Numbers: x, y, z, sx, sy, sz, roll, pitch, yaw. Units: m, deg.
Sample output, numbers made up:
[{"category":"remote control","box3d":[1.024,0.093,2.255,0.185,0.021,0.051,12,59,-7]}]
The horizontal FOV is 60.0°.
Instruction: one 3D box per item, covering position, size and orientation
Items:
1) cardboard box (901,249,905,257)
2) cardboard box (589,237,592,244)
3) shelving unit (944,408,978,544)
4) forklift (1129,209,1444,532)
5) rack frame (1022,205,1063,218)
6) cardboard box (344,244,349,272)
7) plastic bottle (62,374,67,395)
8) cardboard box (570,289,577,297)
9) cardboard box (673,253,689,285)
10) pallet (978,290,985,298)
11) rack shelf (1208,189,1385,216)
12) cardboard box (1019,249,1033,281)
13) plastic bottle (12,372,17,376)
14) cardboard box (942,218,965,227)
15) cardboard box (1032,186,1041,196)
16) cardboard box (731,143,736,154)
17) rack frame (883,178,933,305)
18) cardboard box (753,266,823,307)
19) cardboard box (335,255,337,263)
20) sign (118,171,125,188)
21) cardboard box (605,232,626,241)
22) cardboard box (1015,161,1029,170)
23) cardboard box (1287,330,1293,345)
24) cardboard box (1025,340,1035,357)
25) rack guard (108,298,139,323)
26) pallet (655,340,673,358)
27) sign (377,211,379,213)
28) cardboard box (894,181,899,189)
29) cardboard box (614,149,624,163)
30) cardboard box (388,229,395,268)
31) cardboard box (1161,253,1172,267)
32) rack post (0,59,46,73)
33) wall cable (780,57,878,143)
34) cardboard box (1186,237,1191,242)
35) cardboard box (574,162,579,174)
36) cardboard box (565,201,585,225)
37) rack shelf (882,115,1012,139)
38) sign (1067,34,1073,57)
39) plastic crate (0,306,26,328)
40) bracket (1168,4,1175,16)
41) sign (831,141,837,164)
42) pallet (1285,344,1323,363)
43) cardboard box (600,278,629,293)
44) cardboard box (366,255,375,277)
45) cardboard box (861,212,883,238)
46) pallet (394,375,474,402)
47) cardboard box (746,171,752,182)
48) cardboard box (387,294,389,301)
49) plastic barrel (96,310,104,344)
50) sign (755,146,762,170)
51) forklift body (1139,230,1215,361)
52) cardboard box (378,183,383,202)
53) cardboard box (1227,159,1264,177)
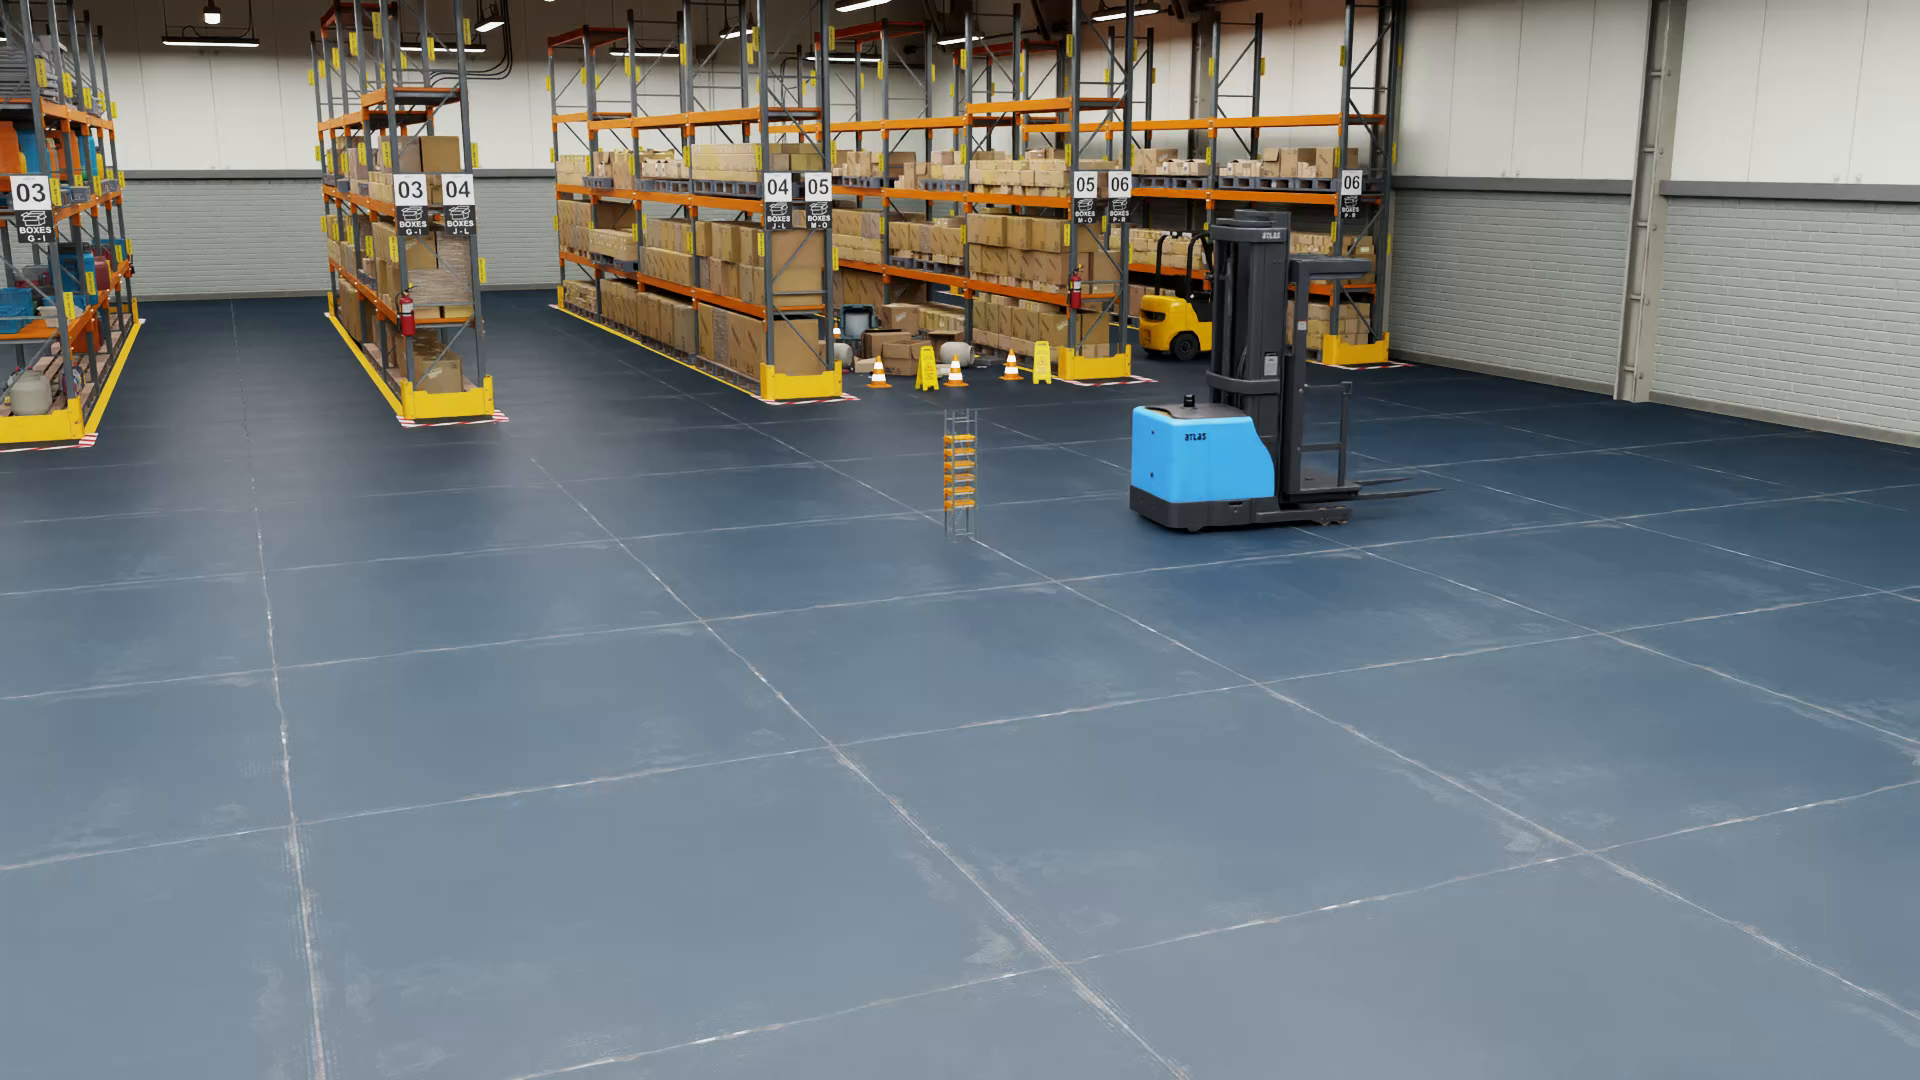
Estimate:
[{"category":"cardboard box","box3d":[-0.925,-5.567,32.277,0.380,0.149,0.250,-7,15,-27]},{"category":"cardboard box","box3d":[-7.396,-6.153,34.151,0.380,0.149,0.250,-5,14,-22]},{"category":"shelving unit","box3d":[0.006,-0.582,15.102,0.258,1.200,0.189,-6,14,-23]},{"category":"forklift","box3d":[3.232,-1.676,15.991,3.031,2.935,1.130,-4,14,-17]},{"category":"rack frame","box3d":[1.910,-6.966,38.697,1.000,3.000,0.127,-6,14,-23]},{"category":"cardboard box","box3d":[-11.360,-5.346,31.475,0.500,0.500,0.500,-6,14,-24]},{"category":"plastic bottle","box3d":[-12.358,-2.156,22.961,0.061,0.283,0.133,-6,14,-23]},{"category":"cardboard box","box3d":[-8.519,-5.538,37.256,0.380,0.149,0.250,-5,14,-21]},{"category":"cardboard box","box3d":[-4.584,-4.633,28.395,0.500,0.500,0.500,-6,14,-24]},{"category":"pallet","box3d":[1.143,-6.002,40.716,1.003,0.211,1.213,-6,14,-23]},{"category":"rack shelf","box3d":[5.915,-6.011,29.514,1.077,0.370,4.000,-6,14,-23]},{"category":"cardboard box","box3d":[1.307,-4.526,27.274,0.500,0.500,0.500,-6,14,-23]},{"category":"plastic bottle","box3d":[-12.862,-2.115,22.634,0.144,0.351,0.185,-6,14,-23]},{"category":"cardboard box","box3d":[-0.112,-5.795,30.384,0.380,0.149,0.250,-6,14,-25]},{"category":"cardboard box","box3d":[1.382,-5.637,26.860,0.380,0.149,0.250,-6,14,-23]},{"category":"cardboard box","box3d":[-3.176,-5.799,24.639,0.380,0.149,0.250,-6,14,-23]},{"category":"rack frame","box3d":[-1.035,-5.691,33.186,1.000,3.000,0.127,-6,14,-23]},{"category":"cardboard box","box3d":[-2.515,-3.716,24.319,0.875,0.550,0.550,-6,14,-23]},{"category":"cardboard box","box3d":[-12.552,-5.746,33.981,0.380,0.149,0.250,-5,14,-22]},{"category":"sign","box3d":[-17.360,-7.465,34.430,0.100,0.325,0.005,-6,14,-23]},{"category":"cardboard box","box3d":[-6.766,-5.976,32.724,0.380,0.149,0.250,-5,14,-21]},{"category":"cardboard box","box3d":[1.119,-6.122,27.187,0.380,0.149,0.250,-5,14,-22]},{"category":"cardboard box","box3d":[6.048,-3.524,28.992,0.500,0.250,0.500,-6,14,-23]},{"category":"cardboard box","box3d":[1.399,-3.153,27.390,0.500,0.250,0.500,-6,14,-23]},{"category":"rack guard","box3d":[-17.879,-4.787,34.825,1.175,0.500,0.348,-6,14,-23]},{"category":"pallet","box3d":[-4.798,-3.443,29.658,1.003,0.211,1.213,-6,14,-23]},{"category":"sign","box3d":[-12.817,-7.174,36.502,0.100,0.325,0.005,-6,14,-23]},{"category":"cardboard box","box3d":[-1.064,-6.949,32.529,0.380,0.149,0.250,-6,14,-23]},{"category":"cardboard box","box3d":[-6.464,-7.430,32.128,0.396,0.266,0.258,-6,14,-23]},{"category":"cardboard box","box3d":[-7.563,-4.018,22.858,0.500,0.500,0.500,-6,14,-23]},{"category":"cardboard box","box3d":[4.295,-5.530,32.822,0.500,0.250,0.500,-6,14,-23]},{"category":"rack post","box3d":[-12.253,-5.979,21.294,0.937,0.300,0.954,-6,14,-24]},{"category":"wall cable","box3d":[-3.518,-11.746,45.959,2.988,3.039,0.133,-6,14,-23]},{"category":"cardboard box","box3d":[4.604,-5.836,32.152,0.380,0.149,0.250,-6,14,-23]},{"category":"cardboard box","box3d":[-7.961,-7.969,35.602,0.500,0.250,0.500,-5,14,-21]},{"category":"cardboard box","box3d":[-8.402,-7.227,36.723,0.500,0.500,0.500,-6,14,-24]},{"category":"rack shelf","box3d":[-0.233,-7.655,30.851,1.077,0.370,4.000,-6,14,-23]},{"category":"sign","box3d":[1.653,-7.447,25.047,0.100,0.325,0.005,-6,14,-23]},{"category":"plastic crate","box3d":[-12.178,-2.834,21.173,0.499,0.251,0.408,-6,14,-23]},{"category":"bracket","box3d":[4.368,-10.682,33.464,0.235,0.232,0.430,-6,14,-23]},{"category":"sign","box3d":[-1.814,-5.545,23.788,0.100,0.325,0.005,-6,14,-23]},{"category":"pallet","box3d":[6.372,-3.283,28.966,1.003,0.211,1.213,-6,14,-23]},{"category":"cardboard box","box3d":[-7.078,-5.225,34.122,0.500,0.250,0.500,-6,14,-25]},{"category":"cardboard box","box3d":[-9.292,-4.574,27.200,0.797,0.503,0.637,-4,14,-17]},{"category":"cardboard box","box3d":[-1.694,-6.415,33.876,0.500,0.500,0.500,-5,14,-22]},{"category":"pallet","box3d":[-7.719,-2.223,24.386,1.003,0.211,1.213,-6,14,-23]},{"category":"cardboard box","box3d":[-2.869,-5.253,24.044,0.380,0.149,0.250,-5,14,-22]},{"category":"cardboard box","box3d":[-8.179,-3.519,24.361,0.380,0.149,0.250,-6,14,-23]},{"category":"plastic barrel","box3d":[-15.317,-3.711,29.048,0.600,0.588,0.708,-6,14,-23]},{"category":"sign","box3d":[-2.828,-5.378,23.394,0.100,0.325,0.005,-6,14,-23]},{"category":"forklift body","box3d":[4.285,-4.301,29.062,2.313,2.155,1.214,-6,14,-23]},{"category":"cardboard box","box3d":[-7.943,-4.921,23.540,0.500,0.250,0.500,-6,14,-24]},{"category":"cardboard box","box3d":[5.224,-6.791,30.331,0.500,0.311,0.500,-5,14,-22]}]
